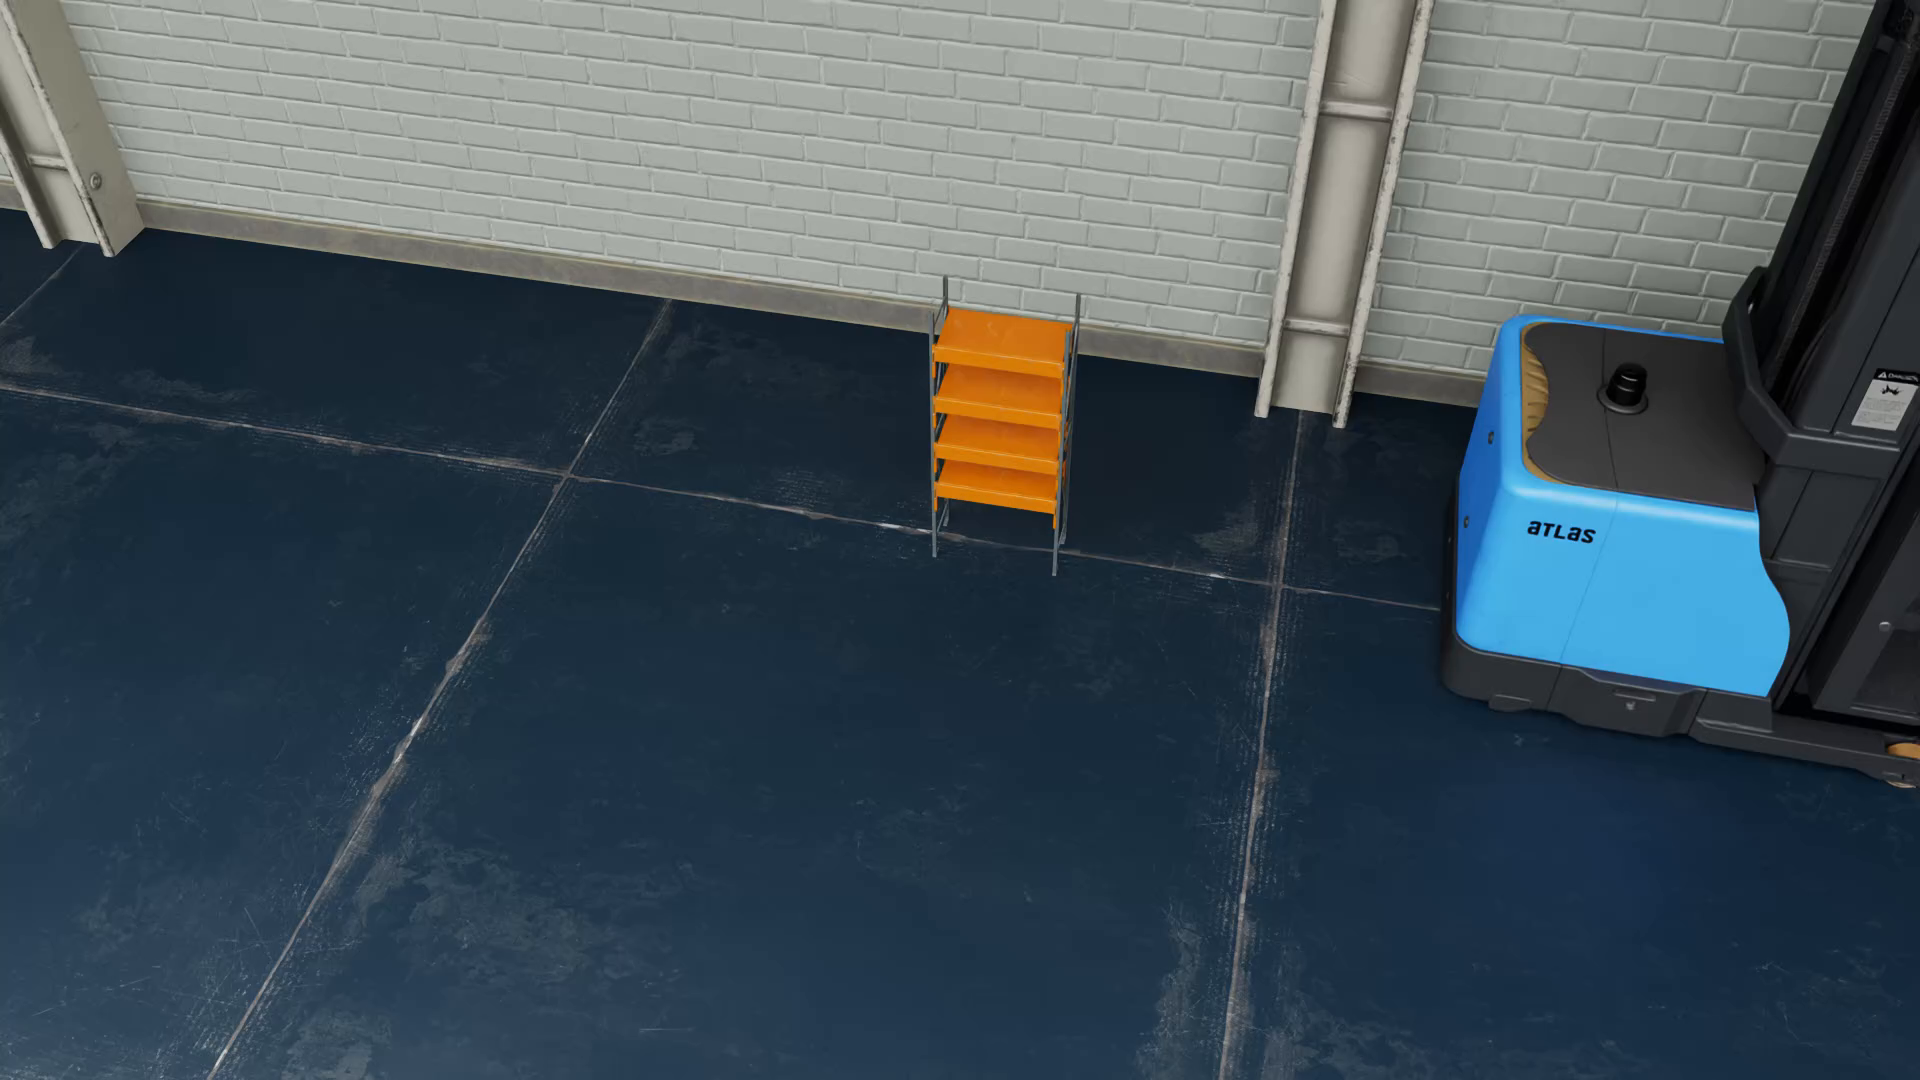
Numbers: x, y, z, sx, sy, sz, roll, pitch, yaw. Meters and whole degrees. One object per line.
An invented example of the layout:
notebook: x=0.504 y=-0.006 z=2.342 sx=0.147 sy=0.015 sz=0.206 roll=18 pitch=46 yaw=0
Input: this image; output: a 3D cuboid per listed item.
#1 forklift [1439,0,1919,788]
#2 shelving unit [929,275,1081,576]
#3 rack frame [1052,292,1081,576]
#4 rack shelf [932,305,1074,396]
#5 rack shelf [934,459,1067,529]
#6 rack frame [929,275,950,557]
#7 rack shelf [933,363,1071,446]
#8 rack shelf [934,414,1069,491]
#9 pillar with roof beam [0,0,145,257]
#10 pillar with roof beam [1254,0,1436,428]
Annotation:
forklift: x=3.339 y=-0.563 z=5.222 sx=3.031 sy=2.935 sz=1.130 roll=9 pitch=45 yaw=9
shelving unit: x=0.162 y=-0.407 z=6.308 sx=0.503 sy=1.200 sz=0.258 roll=9 pitch=45 yaw=9
rack frame: x=0.400 y=-0.370 z=6.269 sx=0.015 sy=1.200 sz=0.240 roll=9 pitch=45 yaw=9
rack shelf: x=0.162 y=-0.690 z=6.035 sx=0.480 sy=0.148 sz=0.258 roll=9 pitch=45 yaw=9
rack shelf: x=0.162 y=-0.216 z=6.492 sx=0.480 sy=0.148 sz=0.258 roll=9 pitch=45 yaw=9
rack frame: x=-0.077 y=-0.444 z=6.346 sx=0.015 sy=1.200 sz=0.240 roll=9 pitch=45 yaw=9
rack shelf: x=0.162 y=-0.520 z=6.199 sx=0.480 sy=0.148 sz=0.258 roll=9 pitch=45 yaw=9
rack shelf: x=0.162 y=-0.359 z=6.355 sx=0.480 sy=0.148 sz=0.258 roll=9 pitch=45 yaw=9
pillar with roof beam: x=-5.273 y=-1.858 z=2.191 sx=0.400 sy=9.000 sz=9.100 roll=9 pitch=45 yaw=9
pillar with roof beam: x=0.582 y=-0.949 z=1.247 sx=0.400 sy=9.000 sz=9.100 roll=9 pitch=45 yaw=9
